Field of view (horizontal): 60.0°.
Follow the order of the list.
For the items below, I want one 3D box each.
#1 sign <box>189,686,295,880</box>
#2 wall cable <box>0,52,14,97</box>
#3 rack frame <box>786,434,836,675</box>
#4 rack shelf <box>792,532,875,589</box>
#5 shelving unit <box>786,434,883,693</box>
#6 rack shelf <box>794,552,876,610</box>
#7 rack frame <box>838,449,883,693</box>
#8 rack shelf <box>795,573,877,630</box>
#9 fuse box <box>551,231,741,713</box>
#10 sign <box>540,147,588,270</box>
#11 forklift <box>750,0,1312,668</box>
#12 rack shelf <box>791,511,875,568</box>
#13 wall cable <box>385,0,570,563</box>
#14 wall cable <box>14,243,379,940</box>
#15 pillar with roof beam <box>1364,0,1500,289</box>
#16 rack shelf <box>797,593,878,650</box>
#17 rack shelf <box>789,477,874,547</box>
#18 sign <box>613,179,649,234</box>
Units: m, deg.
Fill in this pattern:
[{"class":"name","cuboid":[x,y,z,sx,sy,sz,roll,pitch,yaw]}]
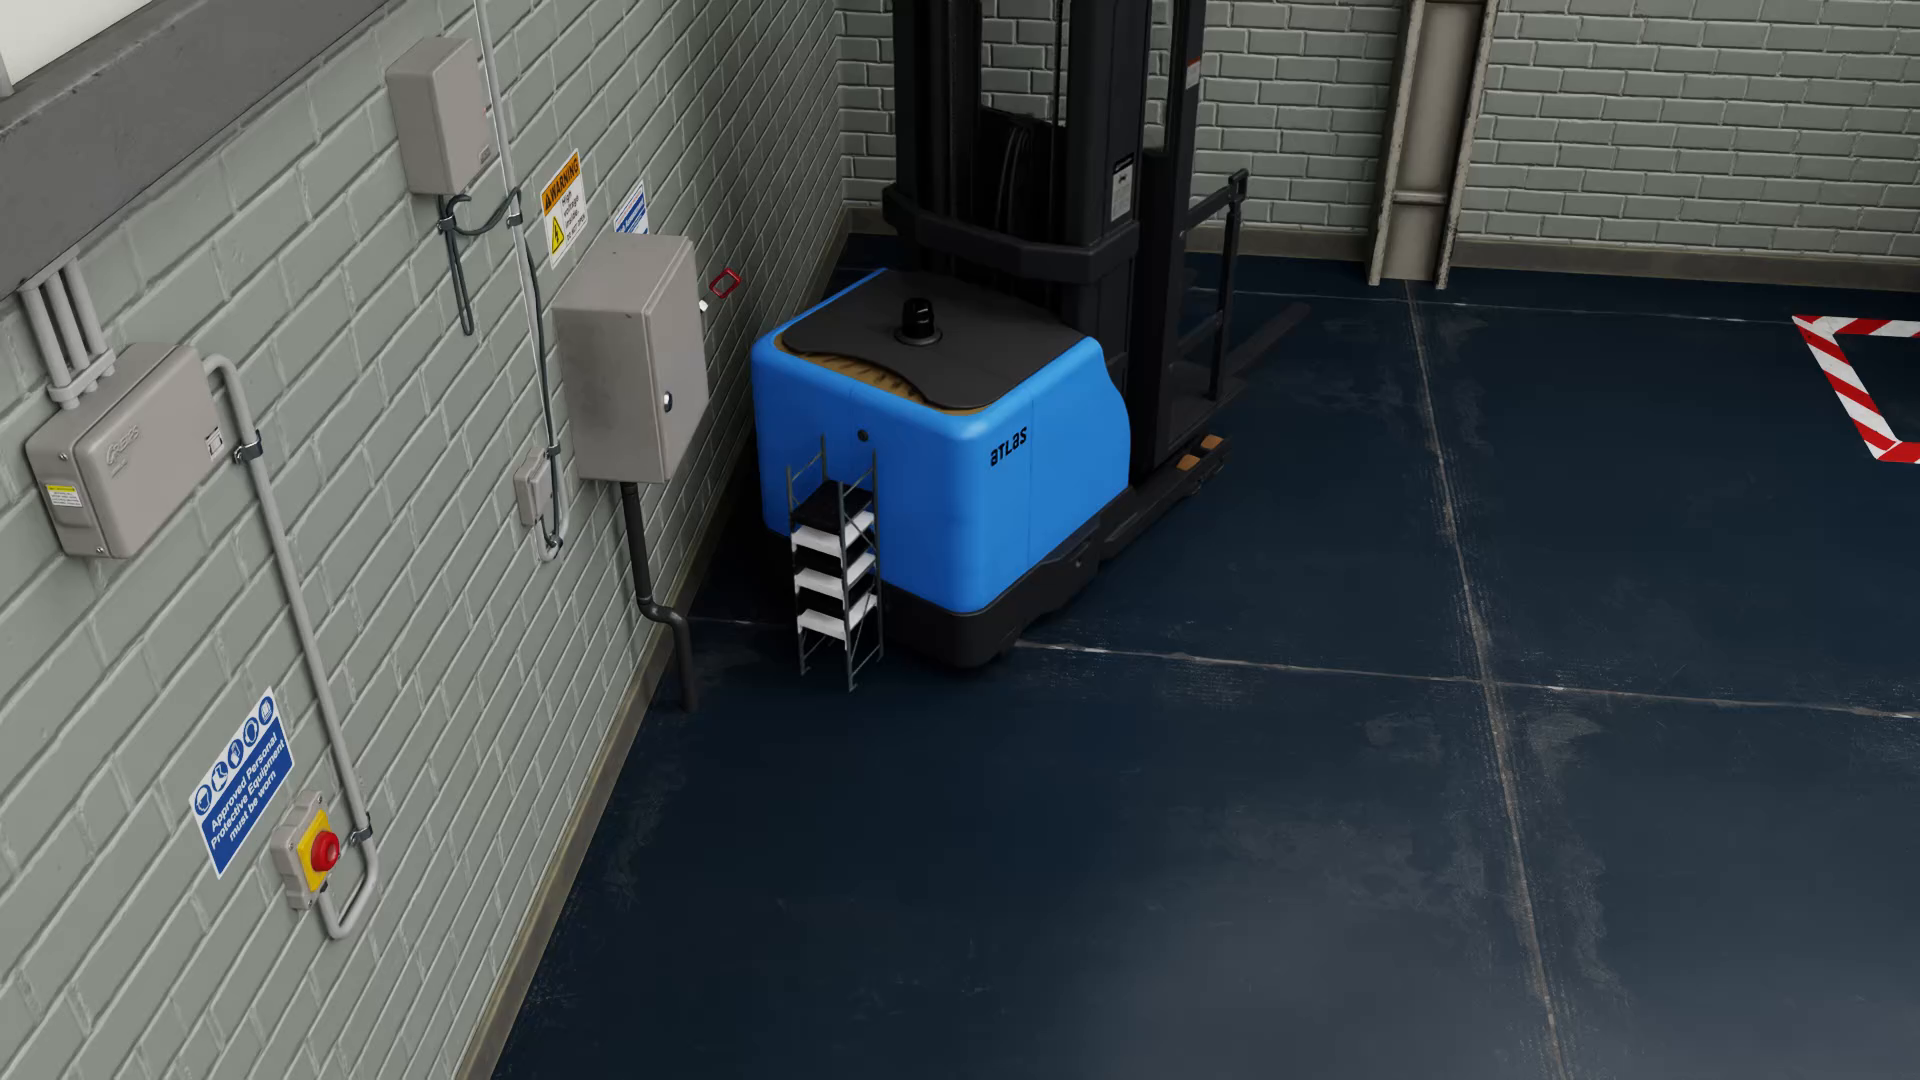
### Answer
[{"class":"sign","cuboid":[-1.407,0.474,3.272,0.001,0.218,0.327,4,36,6]},{"class":"wall cable","cuboid":[-1.422,-1.736,1.437,0.029,3.000,0.463,4,36,6]},{"class":"rack frame","cuboid":[-0.522,0.065,5.884,0.006,0.900,0.240,17,39,22]},{"class":"rack shelf","cuboid":[-0.432,0.047,5.812,0.200,0.077,0.258,17,39,22]},{"class":"shelving unit","cuboid":[-0.432,0.093,5.845,0.210,0.900,0.258,17,39,22]},{"class":"rack shelf","cuboid":[-0.432,0.120,5.864,0.200,0.077,0.258,17,39,22]},{"class":"rack frame","cuboid":[-0.342,0.121,5.806,0.006,0.900,0.240,17,39,22]},{"class":"rack shelf","cuboid":[-0.432,0.194,5.917,0.200,0.077,0.258,17,39,22]},{"class":"fuse box","cuboid":[-0.928,-0.115,5.438,0.414,1.711,0.539,4,36,6]},{"class":"sign","cuboid":[-1.140,-0.959,4.800,0.001,0.242,0.339,4,36,6]},{"class":"forklift","cuboid":[0.514,-1.538,6.382,1.130,2.935,3.031,23,42,29]},{"class":"rack shelf","cuboid":[-0.432,-0.026,5.760,0.200,0.077,0.258,17,39,22]},{"class":"wall cable","cuboid":[-1.171,-0.671,4.234,0.122,1.984,0.588,4,36,6]},{"class":"wall cable","cuboid":[-1.340,0.134,3.078,0.123,1.953,0.585,4,36,6]},{"class":"pillar with roof beam","cuboid":[1.776,-2.576,2.614,0.400,9.000,9.100,4,36,6]},{"class":"rack shelf","cuboid":[-0.432,0.267,5.969,0.200,0.077,0.258,17,39,22]},{"class":"rack shelf","cuboid":[-0.432,-0.100,5.707,0.200,0.077,0.258,17,39,22]},{"class":"sign","cuboid":[-1.070,-0.900,5.511,0.001,0.494,0.329,4,36,6]}]
